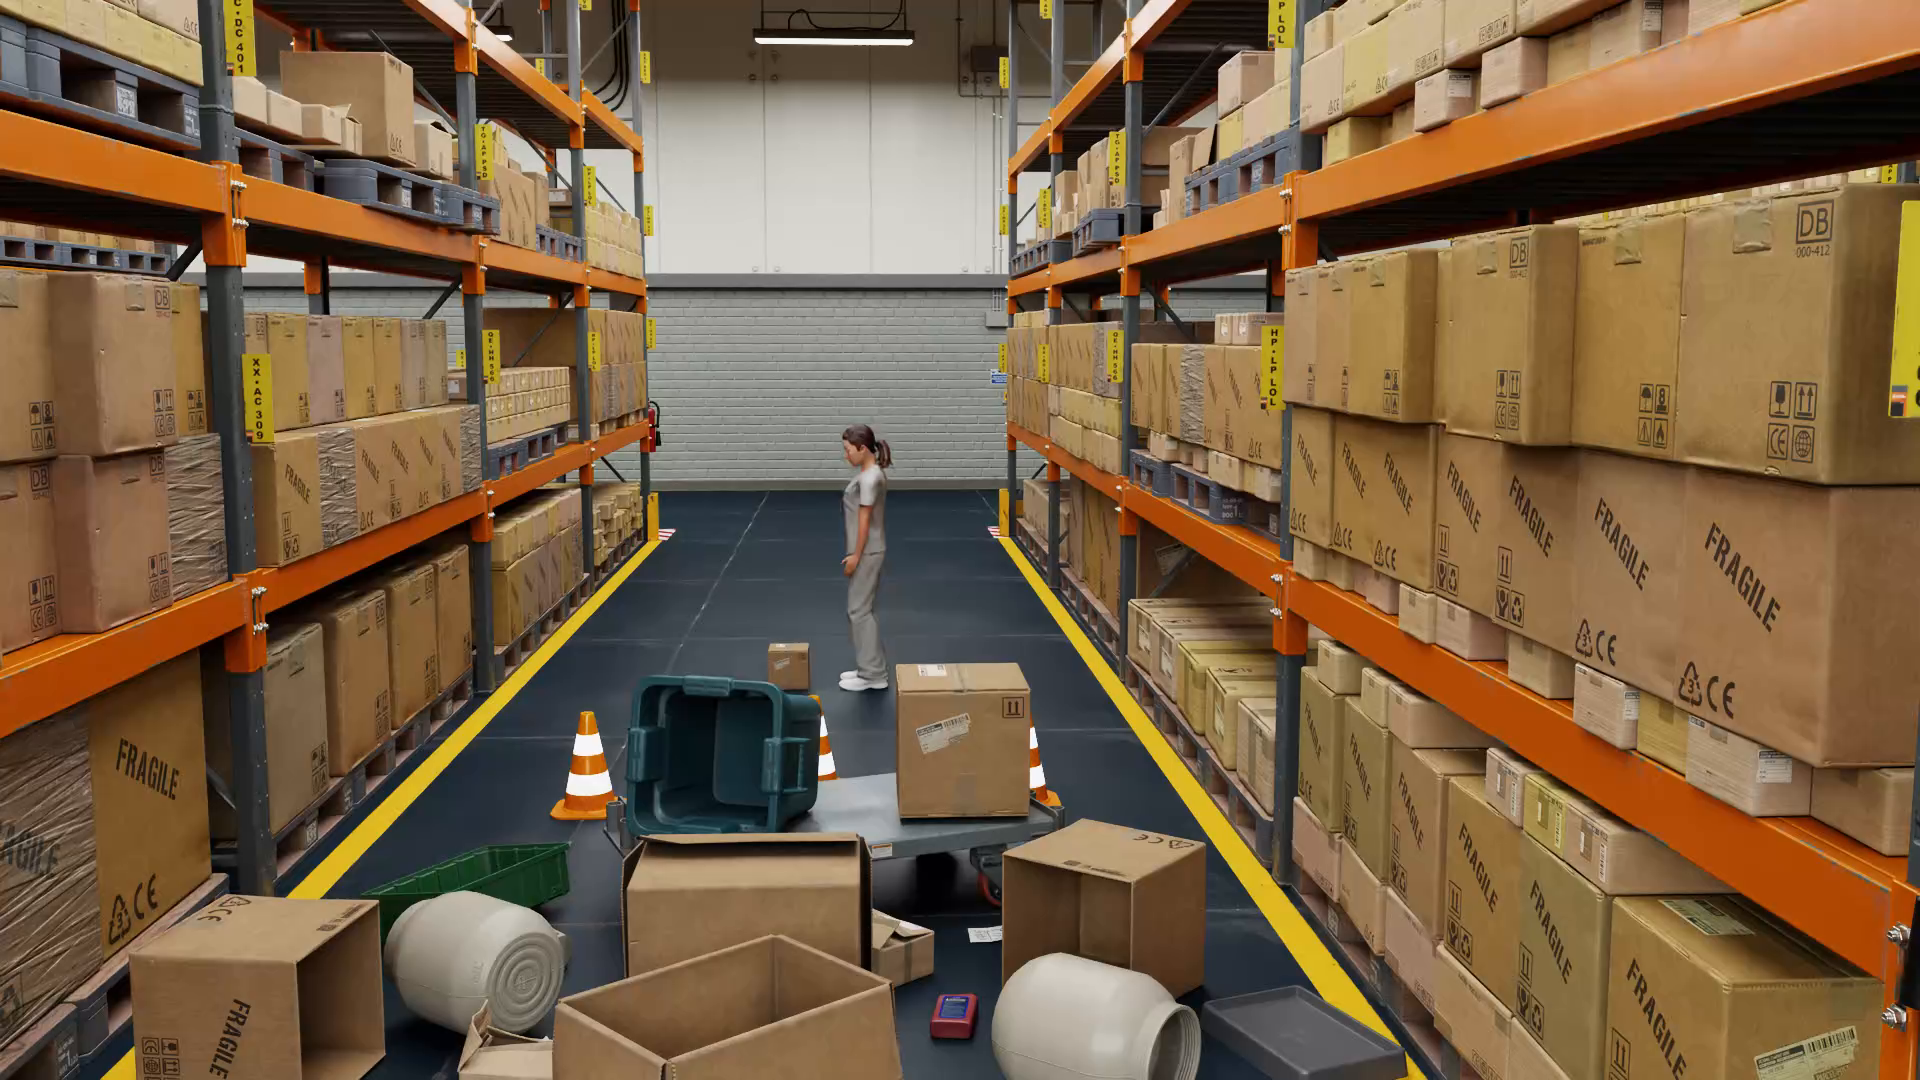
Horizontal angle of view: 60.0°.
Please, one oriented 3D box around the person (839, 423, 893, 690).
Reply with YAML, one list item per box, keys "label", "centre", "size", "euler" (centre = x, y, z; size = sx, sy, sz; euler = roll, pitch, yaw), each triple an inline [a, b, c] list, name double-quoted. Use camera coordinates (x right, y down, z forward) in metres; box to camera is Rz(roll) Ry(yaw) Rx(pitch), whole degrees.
- label: "person"
  centre: [-0.588, 0.102, 10.468]
  size: [0.354, 1.669, 0.444]
  euler: [0, 7, -3]
